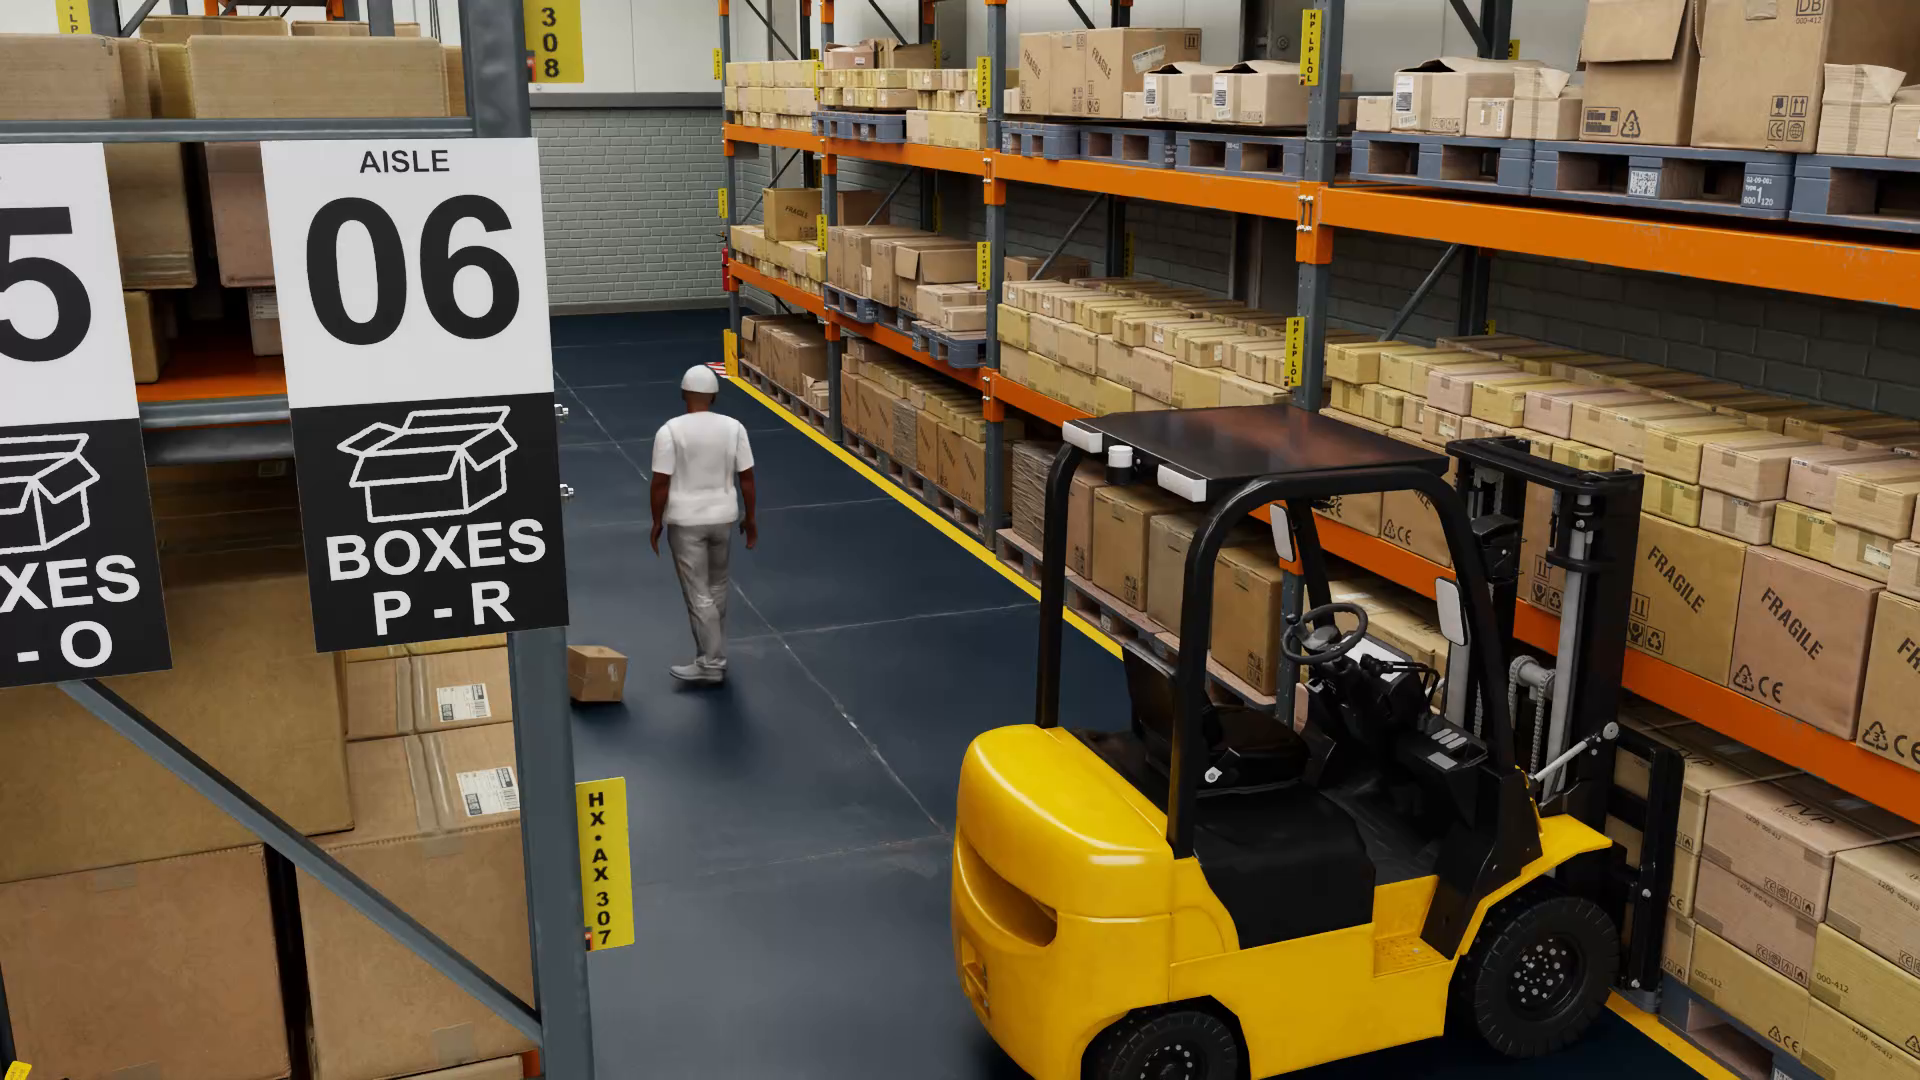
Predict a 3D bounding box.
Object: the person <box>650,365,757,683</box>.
[{"bbox_3d":[-1.441,-0.099,9.359,0.608,1.759,0.611,-10,18,-31],"label":"person"}]
